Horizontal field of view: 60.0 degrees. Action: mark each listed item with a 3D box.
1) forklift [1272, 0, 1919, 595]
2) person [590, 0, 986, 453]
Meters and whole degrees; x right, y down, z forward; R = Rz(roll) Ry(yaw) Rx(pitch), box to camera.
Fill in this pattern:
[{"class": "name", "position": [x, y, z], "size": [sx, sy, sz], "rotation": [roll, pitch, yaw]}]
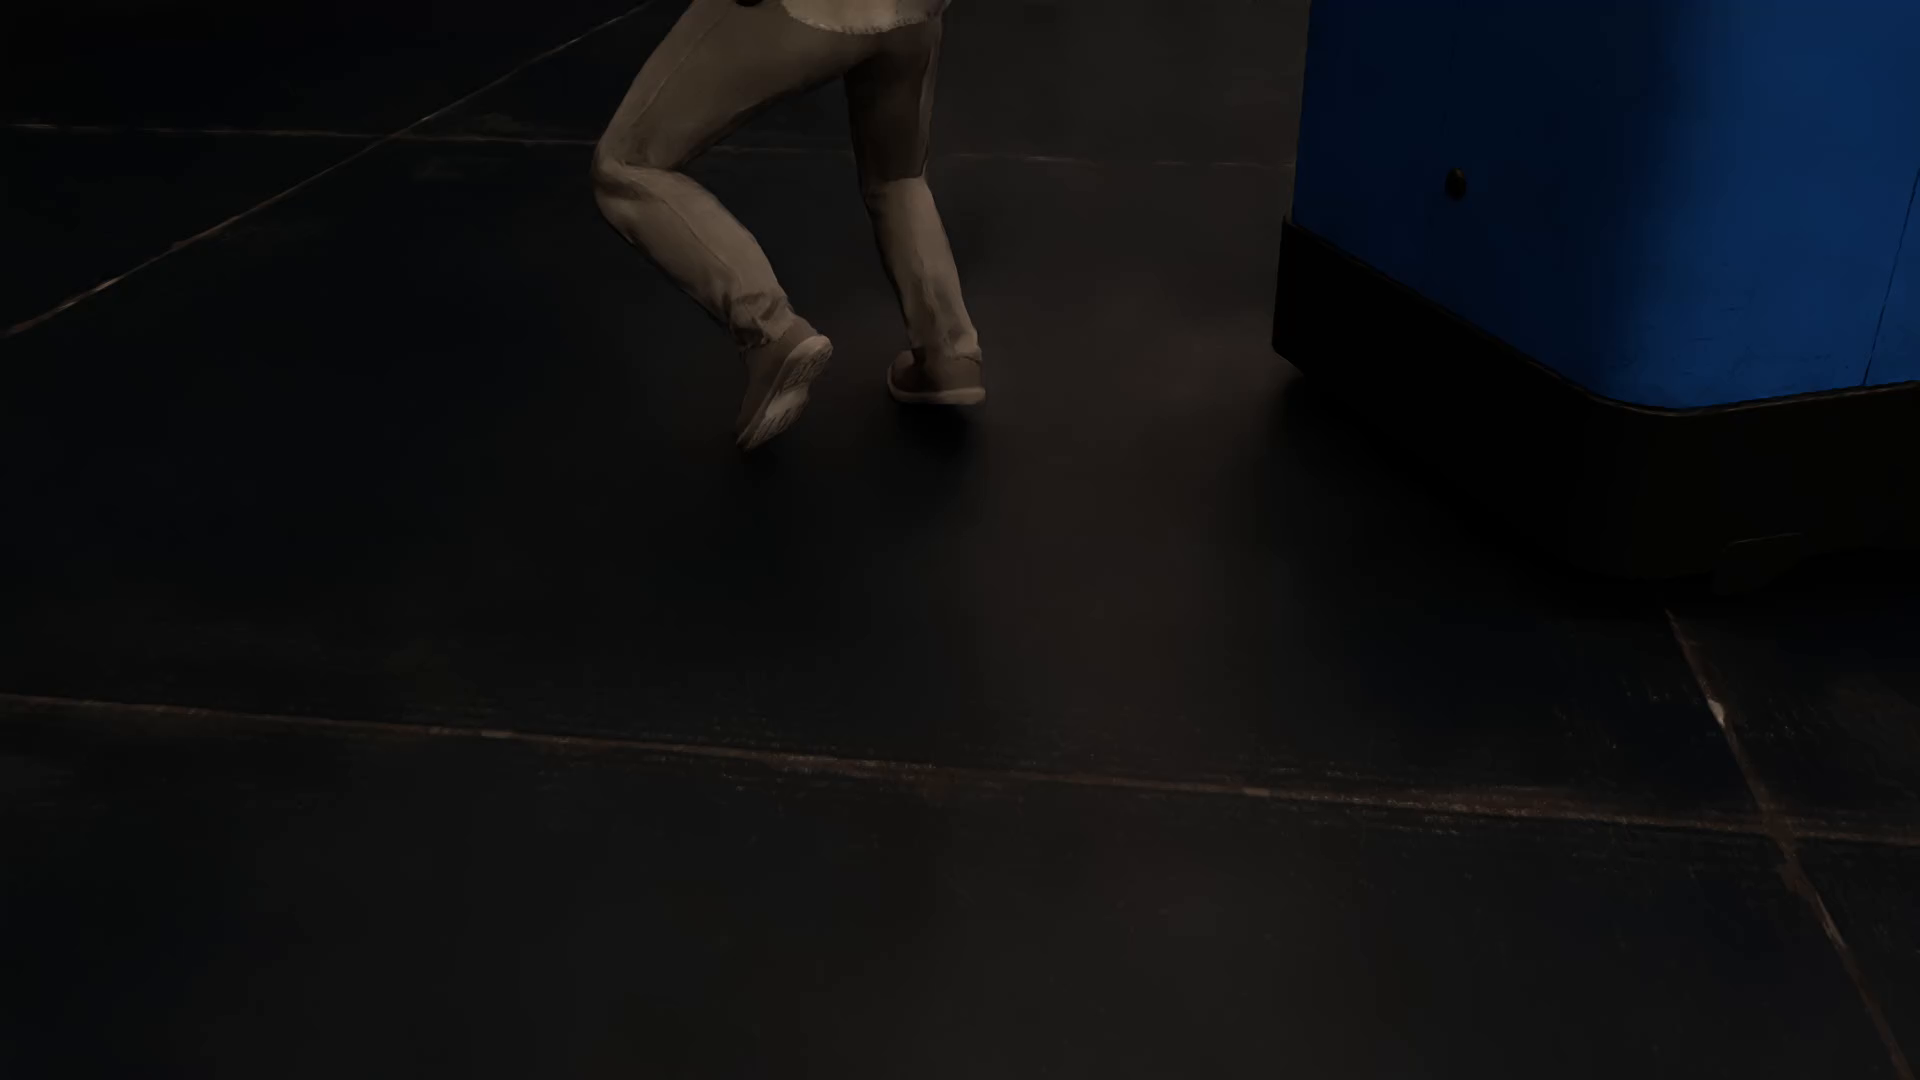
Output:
[{"class": "forklift", "position": [2.147, -1.602, 2.427], "size": [3.031, 2.935, 1.130], "rotation": [-8, 28, -15]}, {"class": "person", "position": [-0.107, -0.901, 2.549], "size": [0.917, 1.551, 0.724], "rotation": [-20, 33, -35]}]
